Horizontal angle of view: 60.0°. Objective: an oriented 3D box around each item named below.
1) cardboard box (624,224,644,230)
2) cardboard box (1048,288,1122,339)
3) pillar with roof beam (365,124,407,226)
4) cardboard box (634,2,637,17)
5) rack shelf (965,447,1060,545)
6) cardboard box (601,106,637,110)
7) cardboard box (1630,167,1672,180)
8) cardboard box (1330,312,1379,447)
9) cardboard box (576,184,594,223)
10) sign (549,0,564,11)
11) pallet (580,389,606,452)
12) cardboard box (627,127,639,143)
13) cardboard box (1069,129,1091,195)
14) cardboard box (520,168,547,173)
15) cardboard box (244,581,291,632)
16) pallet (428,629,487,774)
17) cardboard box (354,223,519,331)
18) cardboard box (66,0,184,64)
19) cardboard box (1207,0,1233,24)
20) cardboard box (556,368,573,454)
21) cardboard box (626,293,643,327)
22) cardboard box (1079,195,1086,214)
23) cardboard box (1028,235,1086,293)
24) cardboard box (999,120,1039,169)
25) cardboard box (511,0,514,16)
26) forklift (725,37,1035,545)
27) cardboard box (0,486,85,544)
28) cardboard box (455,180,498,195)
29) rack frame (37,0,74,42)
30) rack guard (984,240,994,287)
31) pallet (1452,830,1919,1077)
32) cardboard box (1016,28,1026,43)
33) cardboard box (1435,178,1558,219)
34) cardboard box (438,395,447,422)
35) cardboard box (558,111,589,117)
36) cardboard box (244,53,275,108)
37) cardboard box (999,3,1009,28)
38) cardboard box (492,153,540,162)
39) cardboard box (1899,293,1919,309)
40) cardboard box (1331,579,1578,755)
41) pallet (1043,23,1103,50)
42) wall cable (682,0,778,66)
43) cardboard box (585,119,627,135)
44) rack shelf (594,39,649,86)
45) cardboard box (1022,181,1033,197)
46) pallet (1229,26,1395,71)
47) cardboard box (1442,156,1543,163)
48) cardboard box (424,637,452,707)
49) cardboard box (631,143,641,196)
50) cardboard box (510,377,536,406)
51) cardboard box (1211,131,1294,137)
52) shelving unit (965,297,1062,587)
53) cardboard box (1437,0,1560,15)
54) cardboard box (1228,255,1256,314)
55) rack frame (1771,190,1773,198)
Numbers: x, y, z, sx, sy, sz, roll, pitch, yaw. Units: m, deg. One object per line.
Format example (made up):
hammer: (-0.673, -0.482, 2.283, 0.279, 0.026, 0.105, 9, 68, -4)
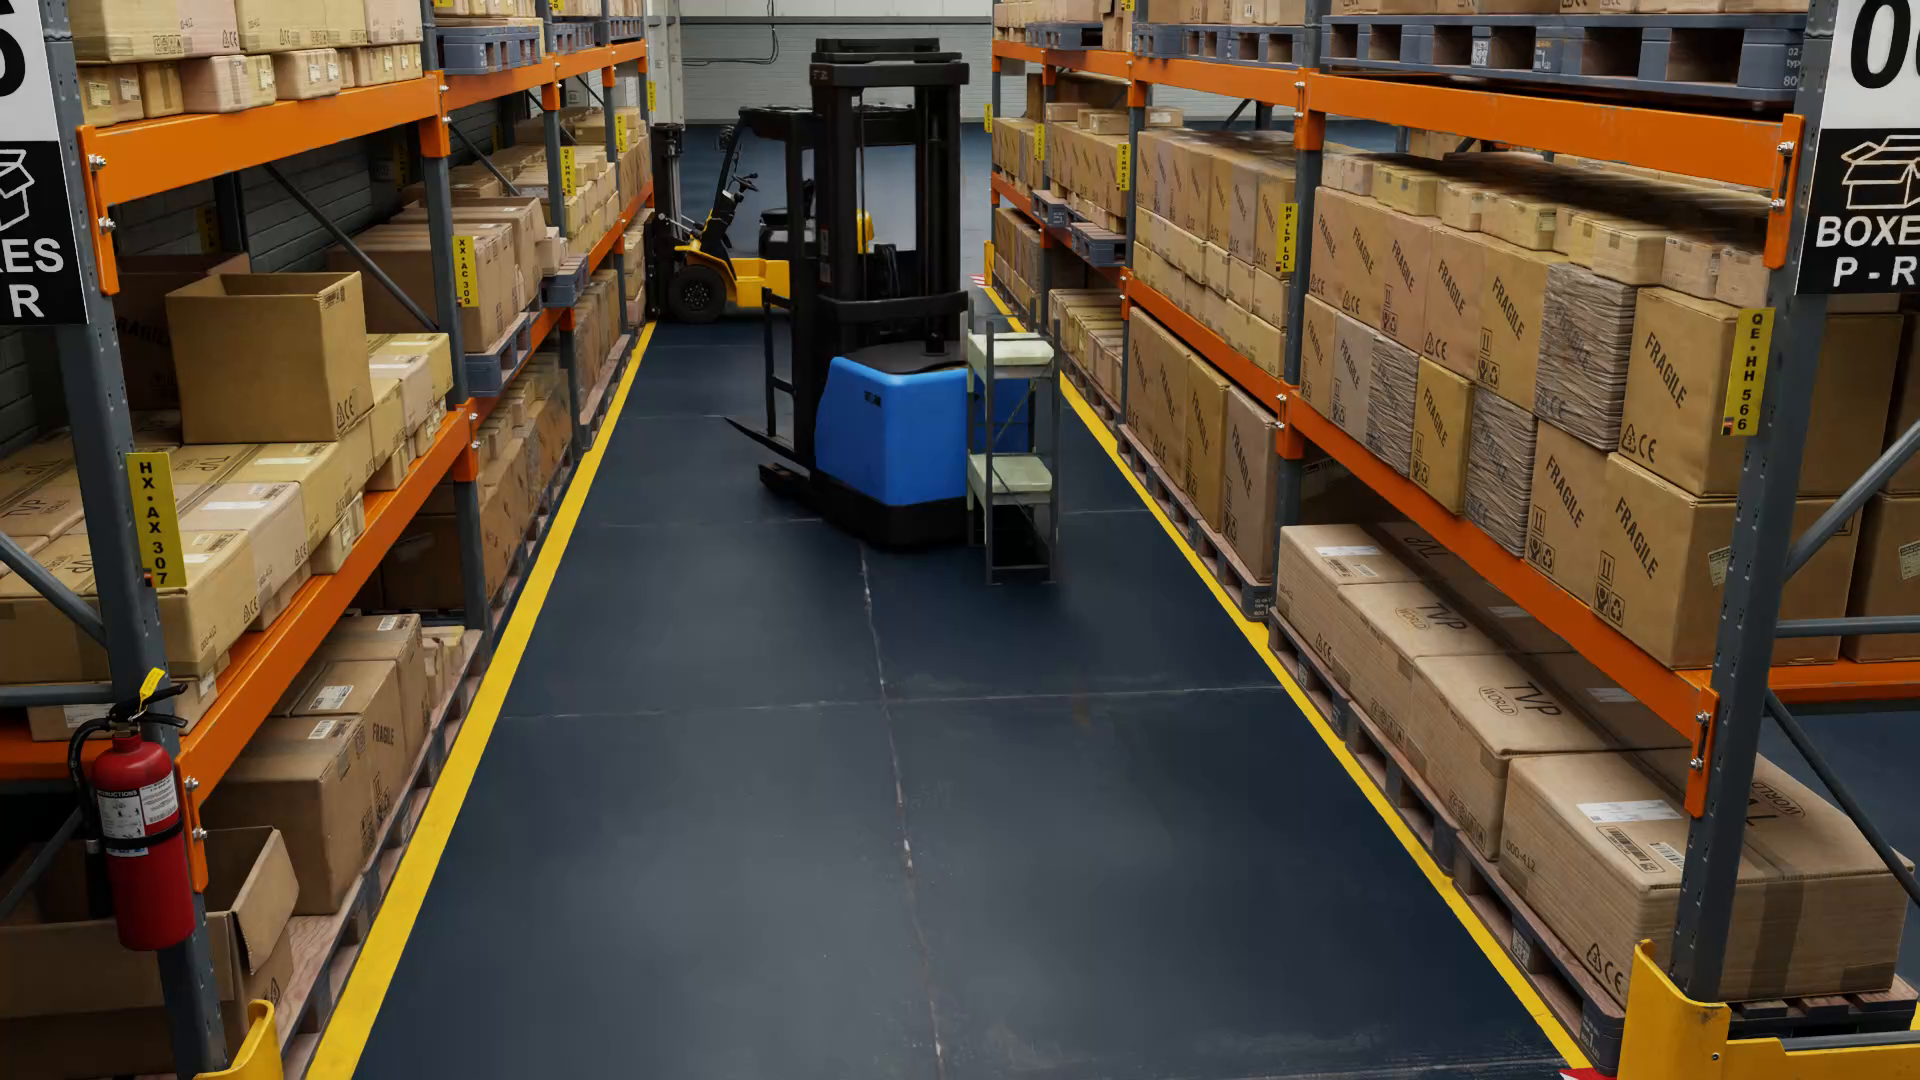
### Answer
cardboard box: (-3.537, -3.166, 17.473, 0.500, 0.250, 0.500, -2, 18, -7)
cardboard box: (1.346, -2.134, 15.653, 0.950, 0.372, 0.625, -2, 17, -5)
pillar with roof beam: (0.016, -5.353, 12.206, 9.100, 9.000, 0.400, -2, 18, -6)
cardboard box: (-3.673, -5.703, 17.878, 0.380, 0.149, 0.250, -2, 18, -7)
rack shelf: (0.293, -0.262, 9.595, 0.431, 0.370, 0.720, -2, 18, -7)
cardboard box: (-3.813, -4.780, 18.648, 0.380, 0.149, 0.250, -2, 18, -5)
cardboard box: (6.143, -2.959, 14.427, 0.500, 0.500, 0.500, -2, 17, -5)
cardboard box: (1.950, -0.710, 7.264, 0.500, 0.500, 0.500, -2, 18, -5)
cardboard box: (-3.124, -2.610, 12.899, 0.500, 0.250, 0.500, -2, 18, -7)
sign: (-2.695, -3.692, 11.057, 0.100, 0.325, 0.005, -2, 18, -6)
pallet: (-3.281, -0.914, 12.735, 1.003, 0.211, 1.213, -2, 18, -6)
cardboard box: (-3.589, -4.262, 17.495, 0.380, 0.149, 0.250, -2, 18, -5)
cardboard box: (1.206, -3.136, 13.792, 0.500, 0.500, 0.500, -2, 18, -8)
cardboard box: (-3.151, -2.766, 12.728, 0.380, 0.149, 0.250, -2, 17, -5)
cardboard box: (-2.270, 0.171, 5.045, 0.380, 0.149, 0.250, -1, 17, -4)
pallet: (-2.752, 0.729, 7.502, 1.003, 0.211, 1.213, -2, 18, -6)
cardboard box: (-2.703, -1.359, 8.631, 0.700, 0.500, 0.500, -2, 17, -5)
cardboard box: (-2.184, -1.256, 3.917, 0.500, 0.250, 0.500, -2, 18, -6)
cardboard box: (1.993, -3.542, 10.576, 0.700, 0.500, 0.500, -3, 18, -8)
cardboard box: (-2.977, -0.886, 11.463, 0.500, 0.500, 0.500, -1, 17, -4)
cardboard box: (-3.368, -2.232, 16.169, 0.500, 0.250, 0.500, -2, 18, -5)
cardboard box: (1.195, -2.782, 13.749, 0.380, 0.149, 0.250, -2, 18, -7)
cardboard box: (0.961, -2.758, 16.592, 0.500, 0.500, 0.500, -2, 18, -6)
cardboard box: (0.706, -4.421, 18.588, 0.500, 0.500, 0.500, -1, 17, -4)
cardboard box: (-2.642, -2.924, 9.025, 0.380, 0.149, 0.250, -1, 17, -4)
forklift: (-0.707, -1.759, 10.888, 1.130, 2.935, 3.031, -10, 20, -28)
cardboard box: (-2.773, 0.033, 4.818, 0.500, 0.250, 0.500, -2, 18, -5)
cardboard box: (-3.470, -2.445, 11.709, 0.380, 0.149, 0.250, -1, 17, -4)
rack frame: (-2.410, -2.476, 3.041, 1.000, 3.000, 0.127, -2, 18, -6)
rack guard: (0.885, -3.320, 19.918, 1.175, 0.500, 0.348, -2, 18, -6)
pallet: (2.367, 1.326, 5.601, 1.003, 0.211, 1.213, -2, 18, -6)
cardboard box: (0.793, -5.276, 17.386, 0.380, 0.149, 0.250, -2, 18, -7)
cardboard box: (2.070, -1.313, 6.434, 0.380, 0.149, 0.250, -2, 18, -6)
cardboard box: (-2.538, -0.599, 7.496, 0.380, 0.149, 0.250, -2, 17, -5)
cardboard box: (-4.140, -4.464, 17.643, 0.380, 0.149, 0.250, -1, 17, -4)
cardboard box: (-2.232, -1.337, 4.840, 0.380, 0.149, 0.250, -2, 18, -6)
cardboard box: (0.706, -5.729, 18.162, 0.500, 0.250, 0.500, -2, 18, -6)
cardboard box: (-3.777, -3.204, 14.124, 0.380, 0.149, 0.250, -2, 18, -6)
cardboard box: (2.766, -0.717, 4.534, 0.380, 0.149, 0.250, -1, 17, -4)
cardboard box: (2.165, 0.519, 7.093, 0.875, 0.438, 0.875, -2, 18, -7)
pallet: (1.357, -4.189, 13.819, 1.213, 0.211, 1.003, -2, 18, -6)
wall cable: (-6.967, -15.383, 49.337, 3.097, 2.526, 0.112, -2, 18, -6)
cardboard box: (-3.462, -4.023, 16.238, 0.380, 0.149, 0.250, -1, 17, -4)
rack shelf: (-3.854, -4.873, 16.884, 1.077, 0.370, 4.000, -2, 18, -6)
cardboard box: (0.845, -3.613, 17.097, 0.380, 0.149, 0.250, -2, 18, -6)
pallet: (1.971, -2.572, 8.673, 0.805, 0.209, 1.217, -2, 18, -8)
cardboard box: (2.382, -1.631, 7.444, 0.380, 0.149, 0.250, -1, 17, -4)
cardboard box: (-2.436, 0.562, 7.244, 0.396, 0.266, 0.258, -1, 17, -4)
cardboard box: (-3.588, -3.833, 17.212, 0.500, 0.500, 0.500, -2, 18, -5)
cardboard box: (-2.908, -0.935, 10.537, 0.380, 0.149, 0.250, -1, 17, -4)
cardboard box: (2.015, -2.531, 11.394, 0.500, 0.500, 0.500, -2, 18, -7)
shelving unit: (0.293, -0.573, 9.498, 0.431, 1.500, 0.755, -2, 18, -7)
cardboard box: (2.286, -2.288, 6.409, 0.797, 0.503, 0.637, 0, 17, -1)
cardboard box: (1.768, -1.400, 9.044, 0.500, 0.250, 0.500, -1, 17, -4)
rack frame: (6.615, -2.335, 12.607, 1.000, 3.000, 0.127, -2, 18, -6)
